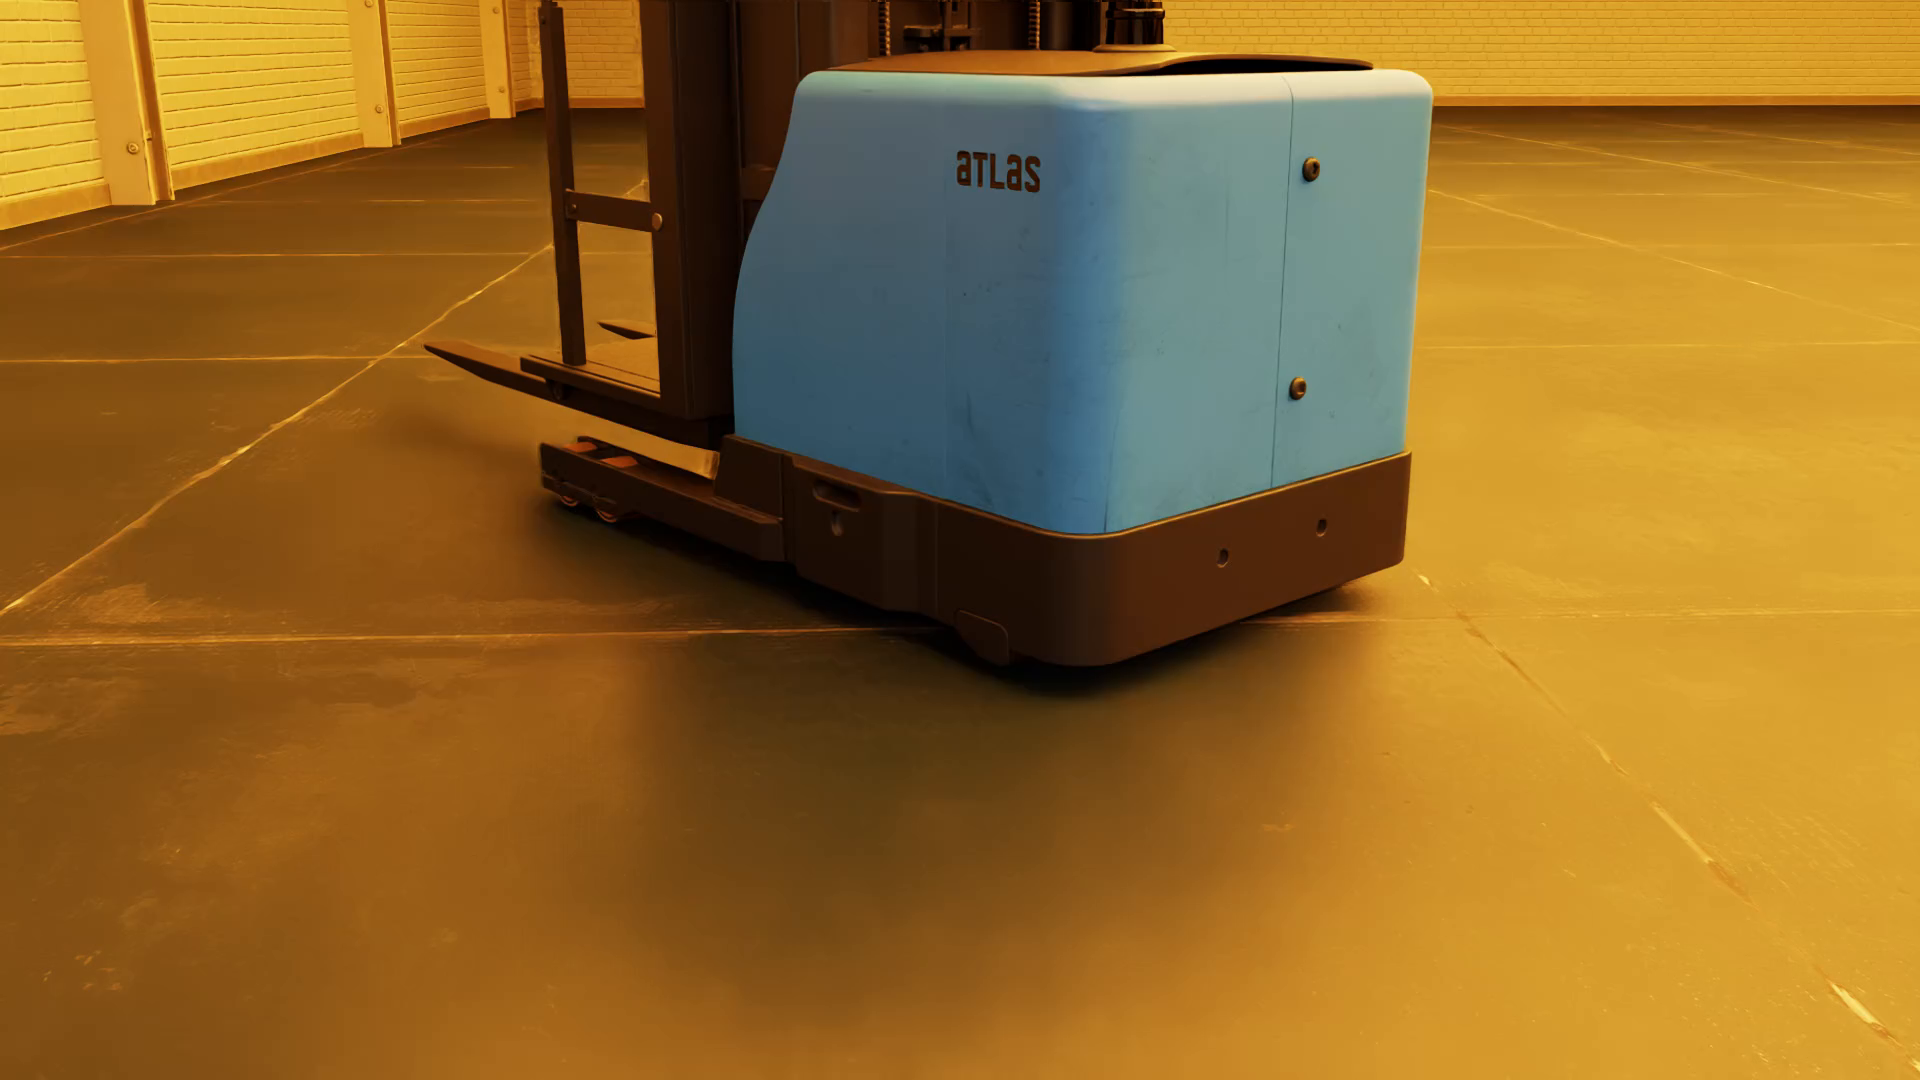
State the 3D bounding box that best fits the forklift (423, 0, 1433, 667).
[{"bbox_3d":[-0.405,-1.528,3.904,1.130,2.935,3.031,-15,22,-39],"label":"forklift"}]
